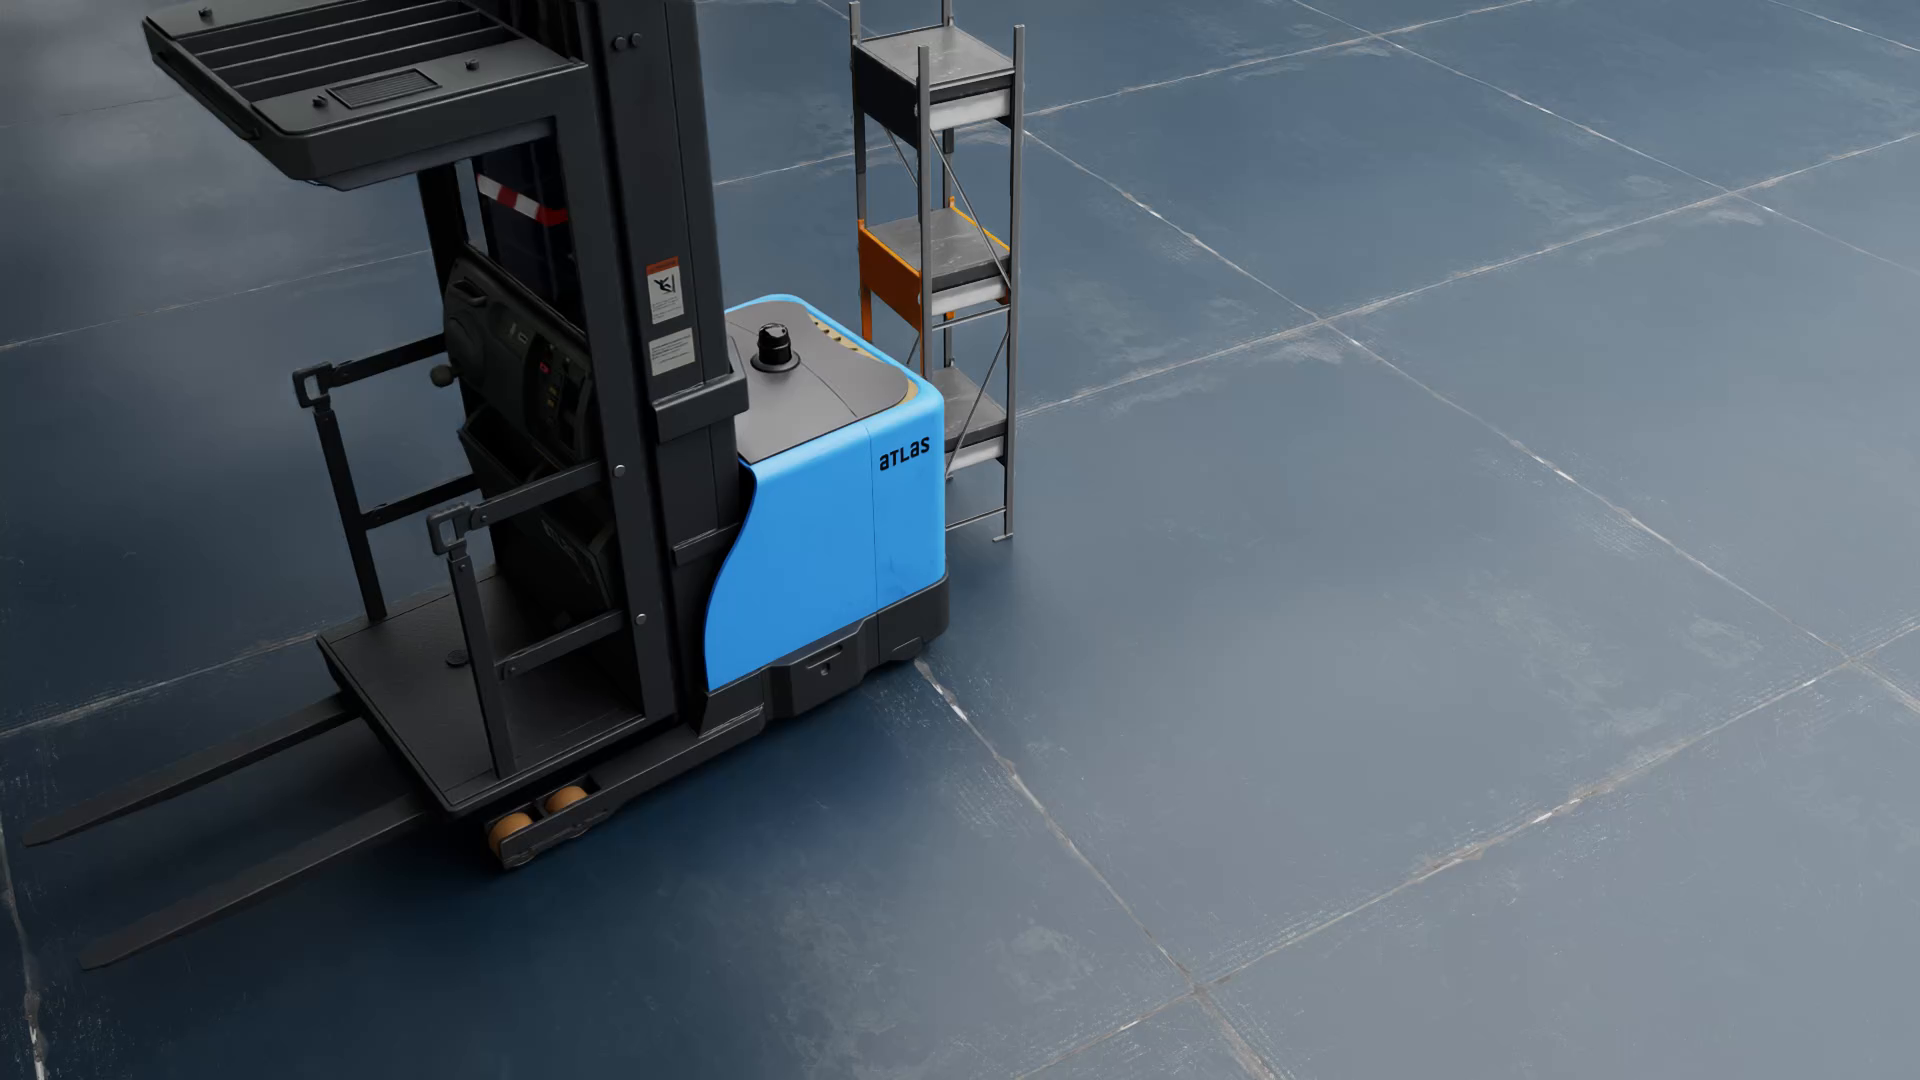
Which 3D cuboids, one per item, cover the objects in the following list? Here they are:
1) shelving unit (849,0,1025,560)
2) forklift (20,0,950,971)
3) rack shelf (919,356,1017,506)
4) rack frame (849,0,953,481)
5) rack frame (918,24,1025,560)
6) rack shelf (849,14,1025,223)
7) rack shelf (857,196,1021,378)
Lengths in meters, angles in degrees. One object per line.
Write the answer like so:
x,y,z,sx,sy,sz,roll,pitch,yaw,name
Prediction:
-0.083,-0.932,6.246,0.431,2.100,0.503,-19,40,-24,shelving unit
-1.507,-0.496,4.944,3.031,2.935,1.130,-25,43,-30,forklift
-0.083,-0.356,6.667,0.431,0.518,0.480,-19,40,-24,rack shelf
-0.206,-1.057,6.417,0.400,2.100,0.015,-19,40,-24,rack frame
0.039,-0.808,6.076,0.400,2.100,0.015,-19,40,-24,rack frame
-0.083,-1.487,5.841,0.431,0.518,0.480,-19,40,-24,rack shelf
-0.083,-0.921,6.254,0.431,0.518,0.480,-19,40,-24,rack shelf
